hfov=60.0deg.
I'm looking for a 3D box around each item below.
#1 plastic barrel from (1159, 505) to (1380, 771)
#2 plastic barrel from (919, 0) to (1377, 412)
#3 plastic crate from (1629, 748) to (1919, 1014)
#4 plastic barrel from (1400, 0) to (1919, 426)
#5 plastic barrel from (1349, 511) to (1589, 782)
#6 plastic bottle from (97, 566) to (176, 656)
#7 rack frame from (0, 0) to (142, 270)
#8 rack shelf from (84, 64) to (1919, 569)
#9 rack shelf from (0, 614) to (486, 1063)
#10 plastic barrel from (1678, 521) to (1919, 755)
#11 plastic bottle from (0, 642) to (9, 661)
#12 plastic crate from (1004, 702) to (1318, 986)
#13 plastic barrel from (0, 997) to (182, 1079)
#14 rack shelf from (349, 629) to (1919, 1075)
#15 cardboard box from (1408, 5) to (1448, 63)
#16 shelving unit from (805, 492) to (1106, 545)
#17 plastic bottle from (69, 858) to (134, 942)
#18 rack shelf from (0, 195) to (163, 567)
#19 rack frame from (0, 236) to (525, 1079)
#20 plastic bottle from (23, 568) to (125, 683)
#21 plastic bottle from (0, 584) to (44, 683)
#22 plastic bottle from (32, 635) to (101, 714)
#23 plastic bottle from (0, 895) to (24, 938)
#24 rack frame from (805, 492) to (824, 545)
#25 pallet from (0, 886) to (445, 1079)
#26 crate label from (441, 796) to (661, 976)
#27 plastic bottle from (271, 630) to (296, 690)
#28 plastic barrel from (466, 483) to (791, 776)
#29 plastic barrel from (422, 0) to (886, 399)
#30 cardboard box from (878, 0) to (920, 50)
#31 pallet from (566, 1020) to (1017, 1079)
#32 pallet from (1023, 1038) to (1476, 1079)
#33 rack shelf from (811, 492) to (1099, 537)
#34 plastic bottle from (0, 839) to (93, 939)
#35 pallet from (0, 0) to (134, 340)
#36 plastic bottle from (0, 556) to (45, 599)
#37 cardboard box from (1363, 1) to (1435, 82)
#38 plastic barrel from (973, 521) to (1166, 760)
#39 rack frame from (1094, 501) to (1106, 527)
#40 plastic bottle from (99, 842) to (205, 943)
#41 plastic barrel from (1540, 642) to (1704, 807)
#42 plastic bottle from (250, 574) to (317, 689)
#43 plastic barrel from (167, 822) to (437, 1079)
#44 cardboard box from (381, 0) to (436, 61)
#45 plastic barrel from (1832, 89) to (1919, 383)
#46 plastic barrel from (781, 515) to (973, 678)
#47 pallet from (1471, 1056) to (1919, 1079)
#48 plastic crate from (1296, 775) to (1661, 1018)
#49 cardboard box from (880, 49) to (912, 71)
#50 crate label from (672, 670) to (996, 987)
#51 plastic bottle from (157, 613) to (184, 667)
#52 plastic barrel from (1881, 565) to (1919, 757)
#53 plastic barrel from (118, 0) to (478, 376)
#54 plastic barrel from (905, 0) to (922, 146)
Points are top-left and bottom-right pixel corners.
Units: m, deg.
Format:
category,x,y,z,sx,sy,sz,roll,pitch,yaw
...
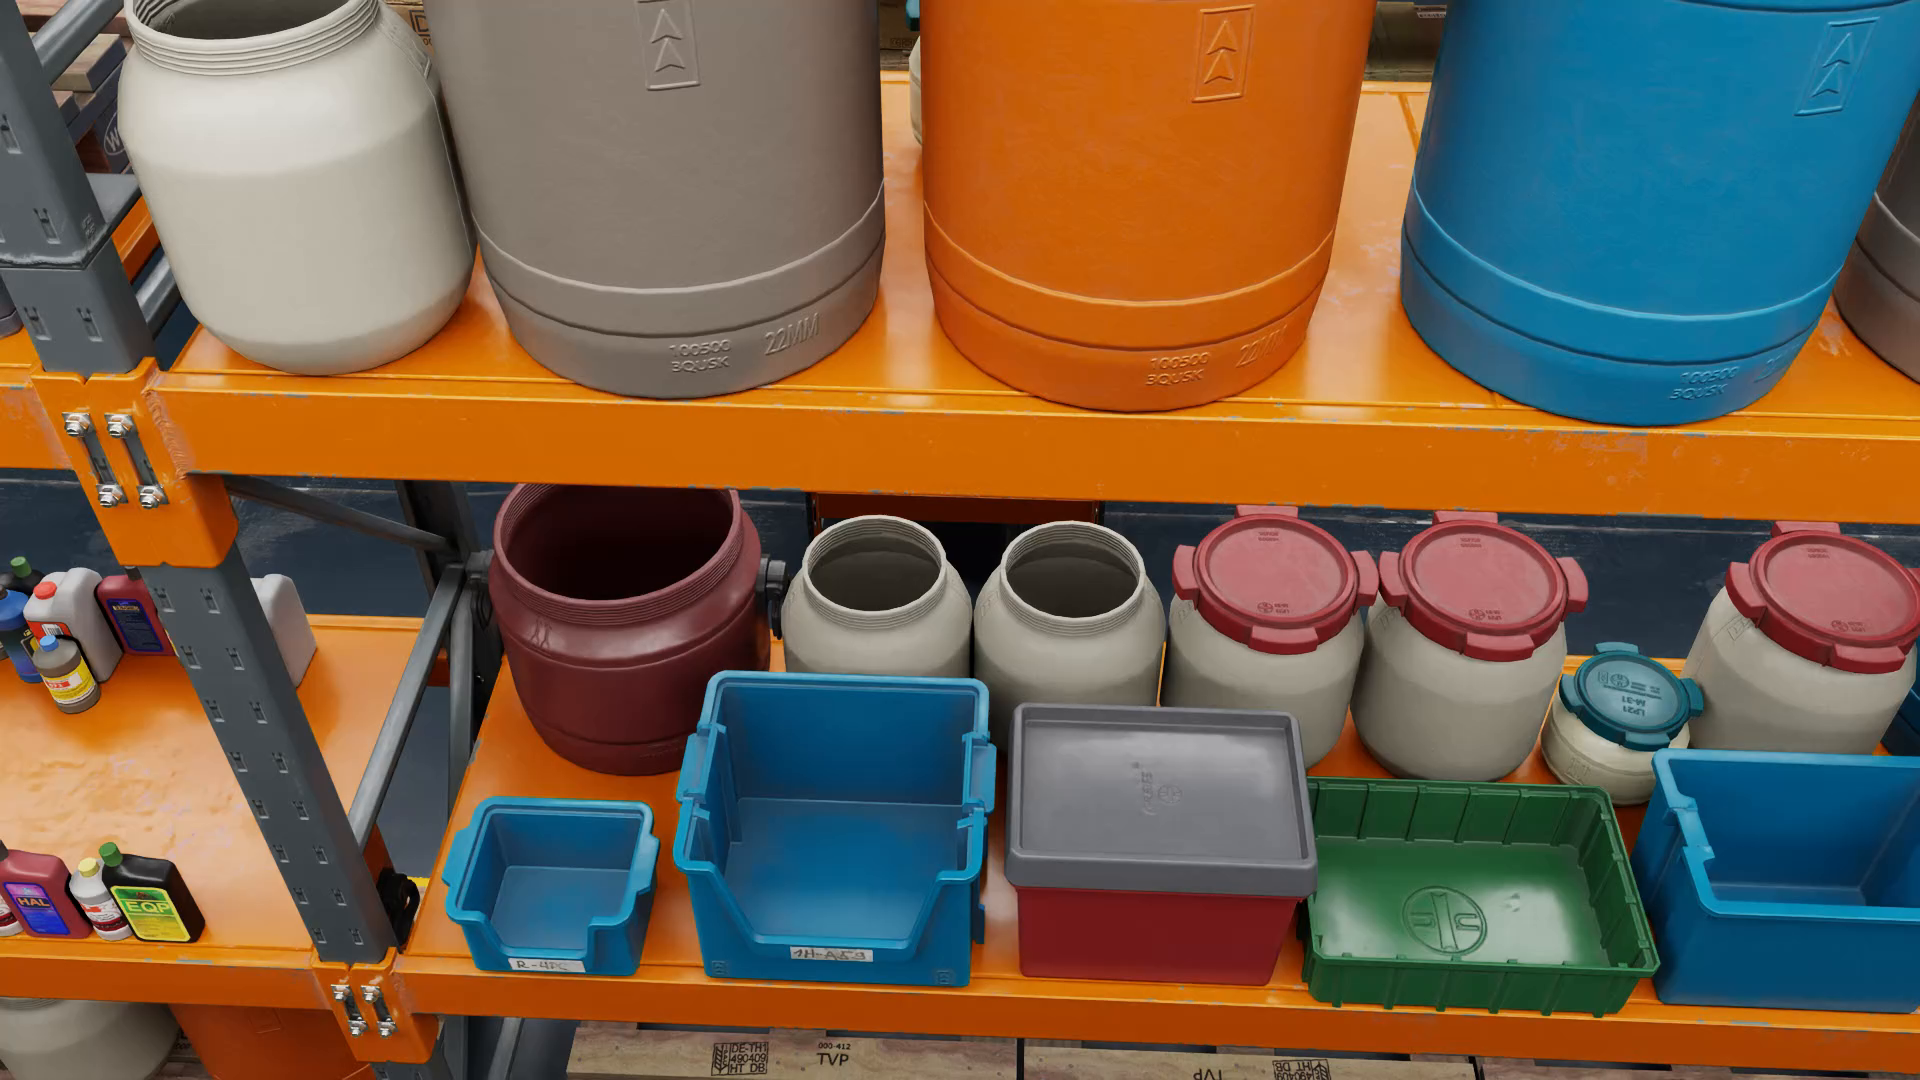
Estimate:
category,x,y,z,sx,sy,sz,roll,pitch,yaw
plastic barrel,0.666,0.250,3.681,0.433,0.535,0.433,0,43,0
plastic barrel,0.245,-0.670,2.253,0.708,0.830,0.600,2,43,2
plastic crate,1.661,0.699,3.311,0.575,0.384,0.392,2,43,2
plastic barrel,0.952,-0.674,2.205,0.708,0.901,0.600,2,43,2
plastic barrel,1.098,0.264,3.667,0.433,0.535,0.433,0,43,0
plastic bottle,-1.963,0.160,3.963,0.133,0.283,0.061,2,43,2
rack frame,-1.219,-1.803,1.584,0.127,3.000,1.000,2,43,2
rack shelf,0.779,-0.381,2.786,4.000,0.370,1.077,2,43,2
rack shelf,-3.217,0.594,3.940,4.000,0.370,1.077,2,43,2
plastic barrel,1.831,0.286,3.642,0.433,0.535,0.433,0,43,0
plastic bottle,-2.347,0.191,3.990,0.097,0.201,0.097,0,43,0
plastic crate,0.381,0.626,3.330,0.583,0.464,0.402,2,43,2
plastic barrel,-2.277,1.189,4.291,0.421,0.512,0.421,0,43,0
rack shelf,0.779,0.717,3.808,4.000,0.370,1.077,2,43,2
cardboard box,2.387,-2.138,7.855,0.500,0.500,0.700,-1,43,-1
shelving unit,-0.007,-0.412,5.867,1.048,1.125,0.538,2,43,2
plastic bottle,-1.757,0.727,3.415,0.097,0.201,0.097,0,43,0
rack shelf,-3.217,-0.504,2.917,4.000,0.370,1.077,2,43,2
rack frame,-1.219,0.392,3.629,0.127,3.000,1.000,2,43,2
plastic bottle,-2.099,0.190,3.937,0.135,0.276,0.152,2,43,2
plastic bottle,-2.217,0.211,3.918,0.097,0.271,0.097,0,43,0
plastic bottle,-2.086,0.303,3.870,0.097,0.201,0.097,0,43,0
plastic bottle,-1.988,0.720,3.423,0.097,0.201,0.097,0,43,0
rack frame,-0.515,-0.427,5.884,0.032,1.125,0.500,2,43,2
pallet,-2.009,1.416,4.575,1.213,0.211,1.003,2,43,2
crate label,-0.815,0.721,3.398,0.416,0.233,0.303,2,43,2
plastic bottle,-1.644,0.307,3.810,0.135,0.276,0.152,2,43,2
plastic barrel,-0.742,0.150,3.788,0.708,0.536,0.600,2,43,2
plastic barrel,-0.409,-0.716,2.250,0.600,0.901,0.600,0,43,0
cardboard box,-0.326,-2.501,7.695,0.500,0.250,0.500,3,43,4
pallet,-0.447,1.462,4.525,1.213,0.211,1.003,2,43,2
pallet,0.768,1.502,4.483,1.213,0.211,1.003,2,43,2
rack shelf,-0.007,-0.233,6.033,1.000,0.278,0.538,2,43,2
plastic bottle,-1.873,0.706,3.378,0.133,0.283,0.061,2,43,2
pallet,-1.979,-0.727,2.767,1.213,0.211,1.003,2,43,2
plastic bottle,-2.231,0.152,3.972,0.133,0.283,0.061,2,43,2
cardboard box,1.912,-2.165,7.885,0.500,0.500,0.700,2,43,2
plastic barrel,0.239,0.250,3.699,0.421,0.512,0.421,0,43,0
rack frame,0.501,-0.396,5.850,0.032,1.125,0.500,2,43,2
plastic bottle,-1.643,0.713,3.370,0.133,0.283,0.061,2,43,2
plastic barrel,1.461,0.420,3.700,0.301,0.262,0.301,0,43,0
plastic bottle,-1.637,0.204,3.922,0.135,0.276,0.152,2,43,2
plastic barrel,-1.709,1.029,4.229,0.708,0.830,0.600,2,43,2
cardboard box,-2.575,-2.425,7.903,0.875,0.875,1.225,2,43,2
plastic barrel,1.605,-0.654,2.183,0.600,0.901,0.600,0,43,0
plastic barrel,-0.182,0.237,3.713,0.421,0.512,0.421,0,43,0
pallet,1.990,1.537,4.445,1.213,0.211,1.003,2,43,2
plastic crate,1.024,0.731,3.420,0.662,0.188,0.450,2,43,2
cardboard box,-0.326,-2.220,7.944,0.500,0.500,0.700,0,43,0
crate label,-0.239,0.594,3.386,0.616,0.435,0.502,2,43,2
plastic bottle,-1.849,0.206,3.974,0.097,0.201,0.097,0,43,0
plastic barrel,2.404,0.113,3.560,0.708,0.901,0.600,2,43,2
plastic barrel,-0.923,-0.528,2.334,0.421,0.512,0.421,0,43,0
plastic barrel,0.062,-0.775,2.782,0.301,0.262,0.301,0,43,0
